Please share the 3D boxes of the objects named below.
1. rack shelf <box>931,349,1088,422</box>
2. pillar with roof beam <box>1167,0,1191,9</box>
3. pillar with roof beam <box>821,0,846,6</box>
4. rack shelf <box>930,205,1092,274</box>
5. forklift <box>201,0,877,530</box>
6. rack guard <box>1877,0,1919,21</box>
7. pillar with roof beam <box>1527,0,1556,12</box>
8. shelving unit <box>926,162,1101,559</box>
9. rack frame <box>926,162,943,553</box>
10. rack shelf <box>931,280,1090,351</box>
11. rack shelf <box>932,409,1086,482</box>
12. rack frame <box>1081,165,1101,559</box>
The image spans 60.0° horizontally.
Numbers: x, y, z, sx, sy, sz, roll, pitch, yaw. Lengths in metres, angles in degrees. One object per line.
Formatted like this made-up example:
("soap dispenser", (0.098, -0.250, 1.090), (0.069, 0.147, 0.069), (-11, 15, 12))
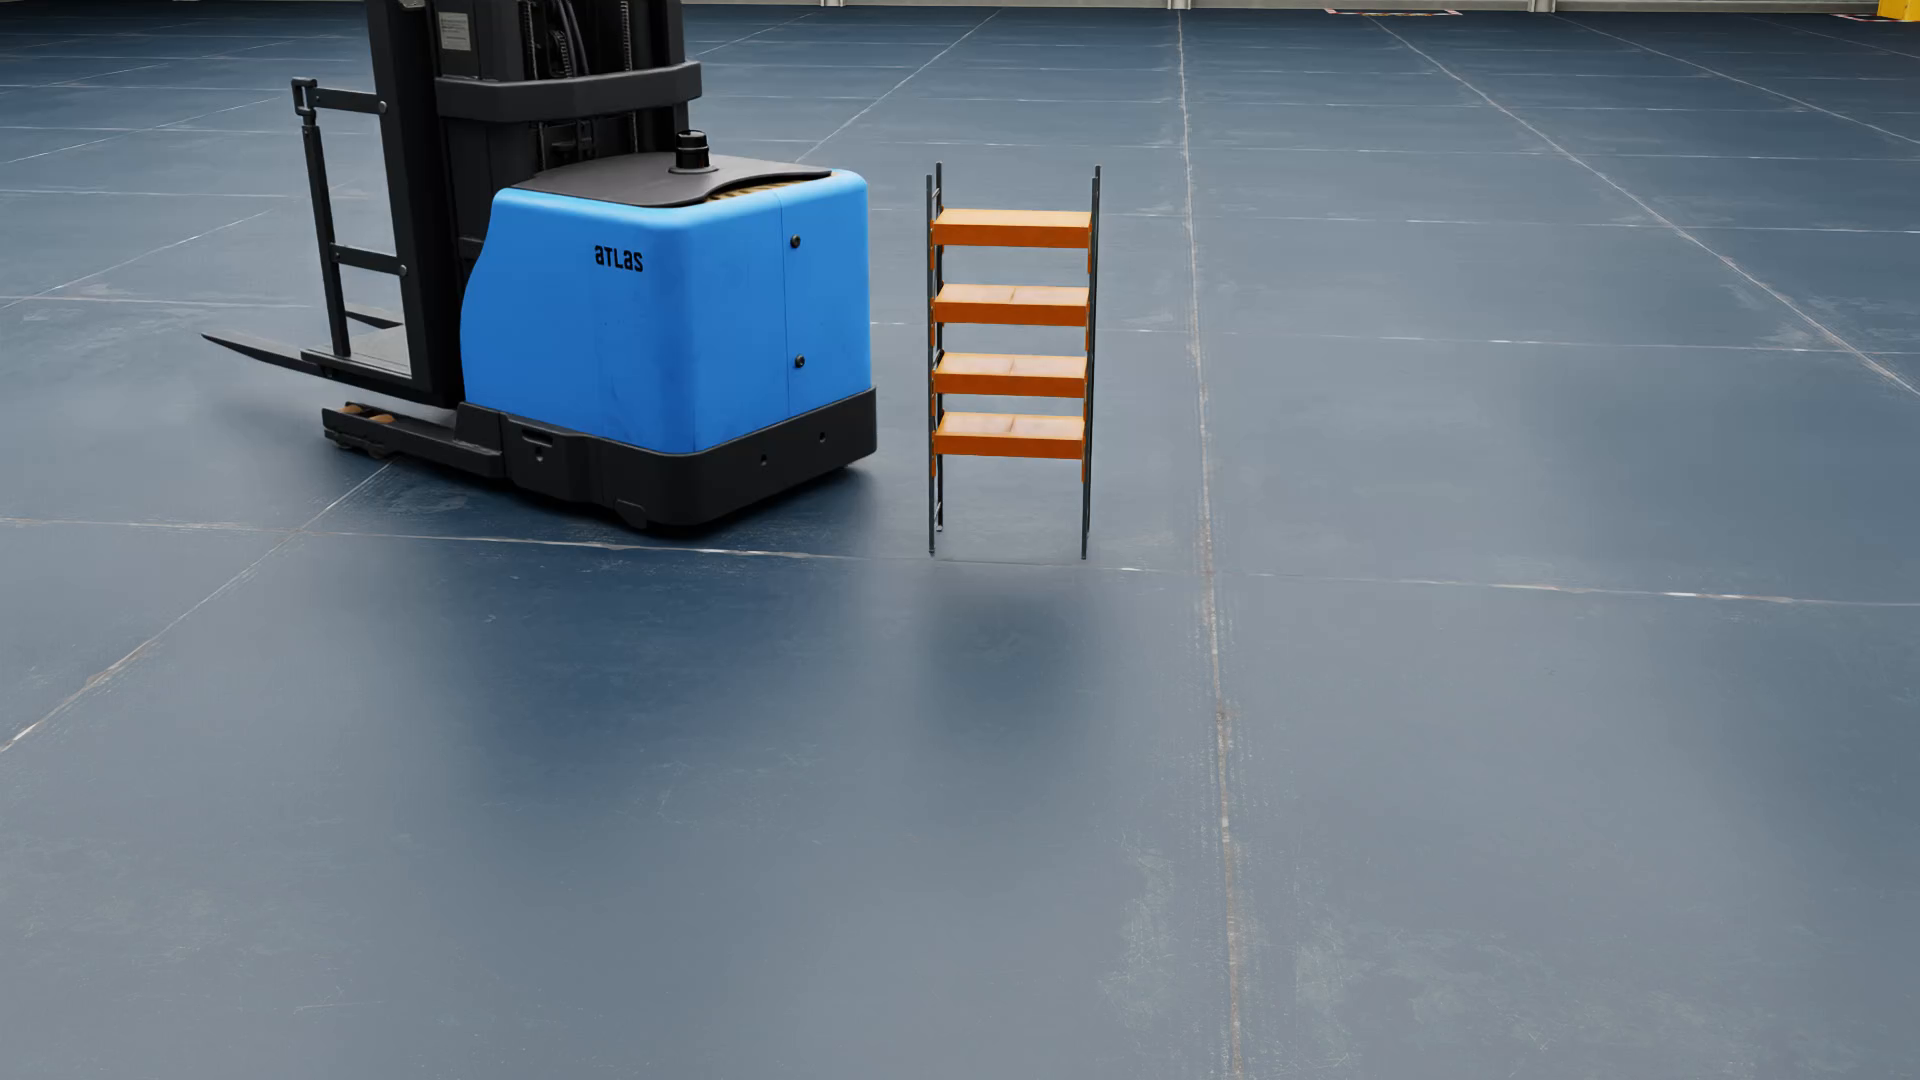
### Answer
("rack shelf", (0.164, -0.488, 5.226), (0.480, 0.148, 0.258), (2, 22, 6))
("pillar with roof beam", (3.239, -11.706, 22.810), (0.400, 9.000, 9.100), (2, 22, 6))
("pillar with roof beam", (-2.719, -11.966, 23.466), (0.400, 9.000, 9.100), (2, 22, 6))
("rack shelf", (0.164, -0.916, 5.057), (0.480, 0.148, 0.258), (2, 22, 6))
("forklift", (-1.797, -1.806, 6.022), (3.031, 2.935, 1.130), (15, 26, 33))
("rack guard", (14.941, -8.517, 26.304), (0.348, 0.500, 1.175), (2, 22, 6))
("pillar with roof beam", (9.197, -11.446, 22.153), (0.400, 9.000, 9.100), (2, 22, 6))
("shelving unit", (0.164, -0.551, 5.201), (0.503, 1.200, 0.258), (2, 22, 6))
("rack frame", (-0.078, -0.561, 5.228), (0.015, 1.200, 0.240), (2, 22, 6))
("rack shelf", (0.164, -0.696, 5.144), (0.480, 0.148, 0.258), (2, 22, 6))
("rack shelf", (0.164, -0.304, 5.299), (0.480, 0.148, 0.258), (2, 22, 6))
("rack frame", (0.407, -0.540, 5.174), (0.015, 1.200, 0.240), (2, 22, 6))
